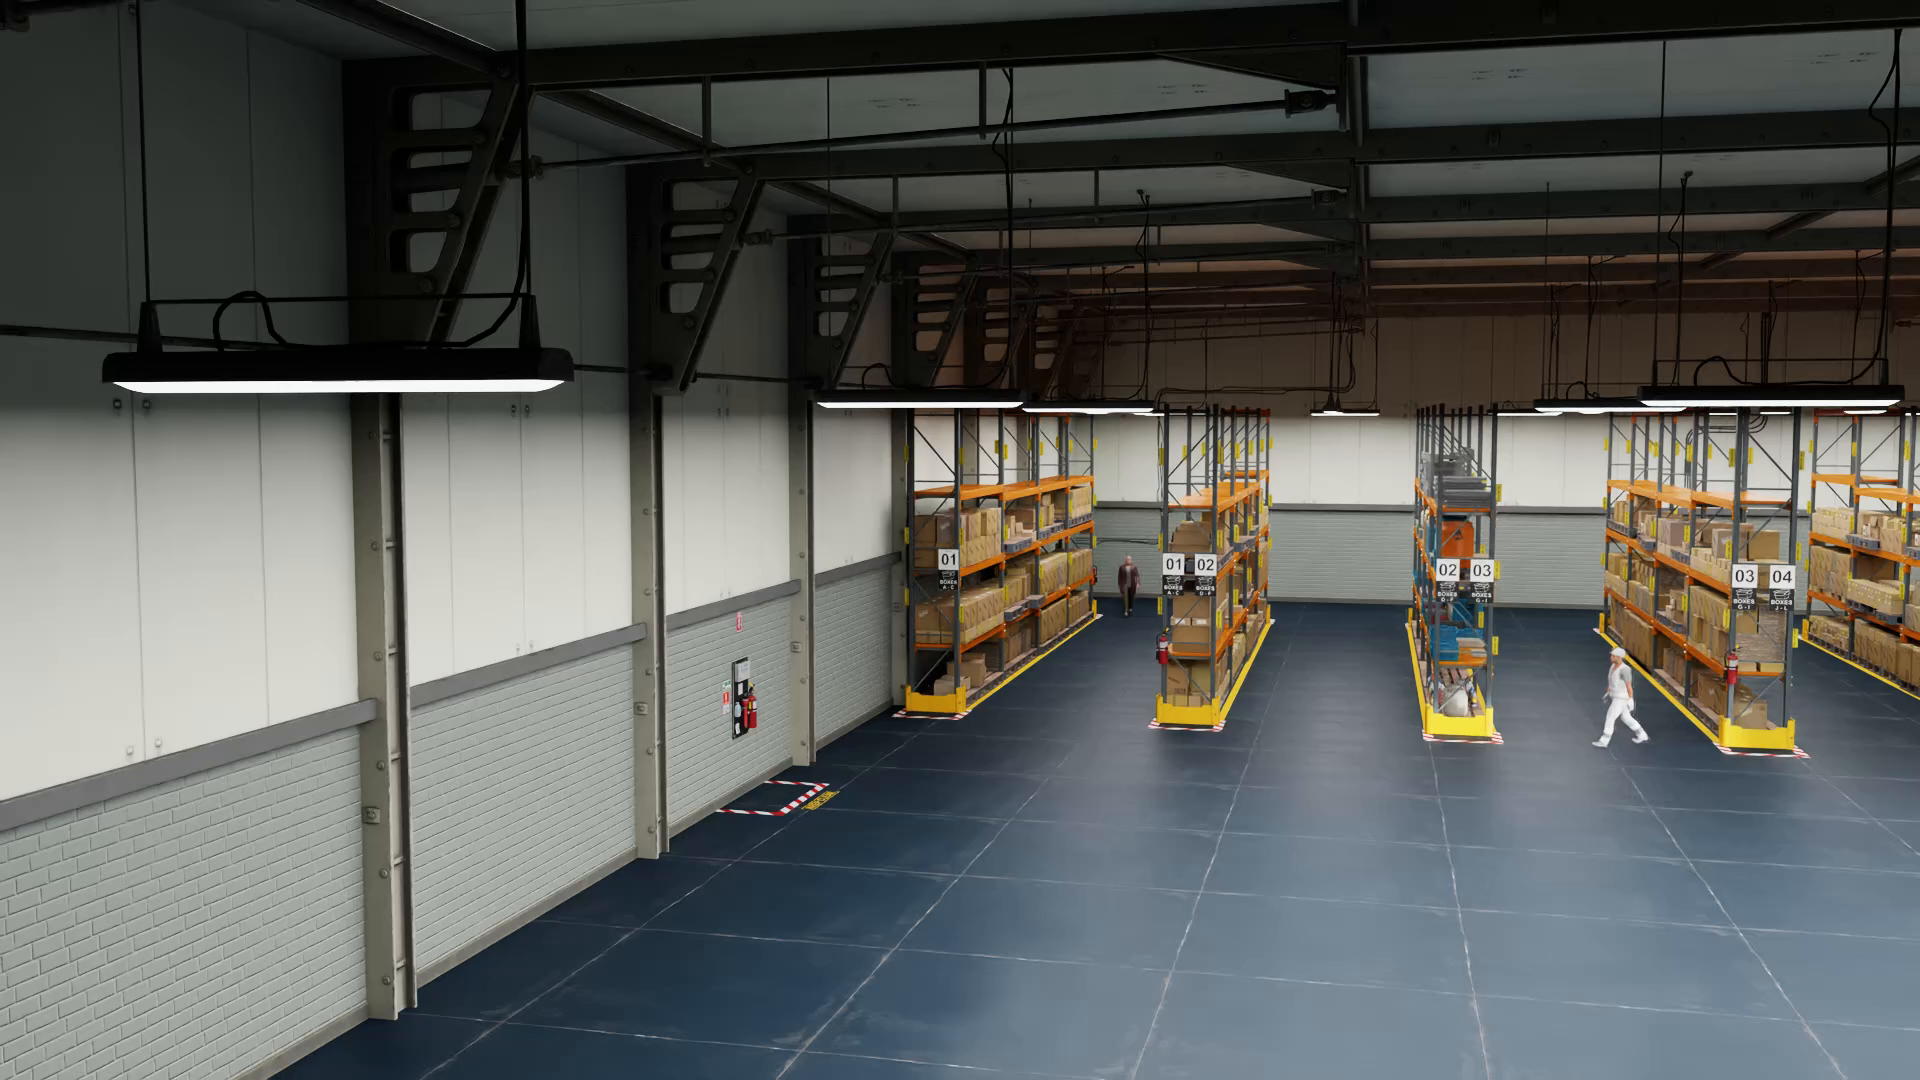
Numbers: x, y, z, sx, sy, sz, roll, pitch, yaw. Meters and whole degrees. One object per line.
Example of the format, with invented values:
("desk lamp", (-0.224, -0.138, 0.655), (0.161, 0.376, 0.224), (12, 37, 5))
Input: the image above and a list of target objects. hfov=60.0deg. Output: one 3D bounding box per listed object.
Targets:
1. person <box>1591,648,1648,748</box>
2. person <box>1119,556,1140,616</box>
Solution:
("person", (11.495, 2.741, 28.958), (1.067, 1.747, 0.595), (0, 4, -3))
("person", (4.907, 1.323, 48.318), (0.570, 1.727, 1.160), (0, 4, -1))
